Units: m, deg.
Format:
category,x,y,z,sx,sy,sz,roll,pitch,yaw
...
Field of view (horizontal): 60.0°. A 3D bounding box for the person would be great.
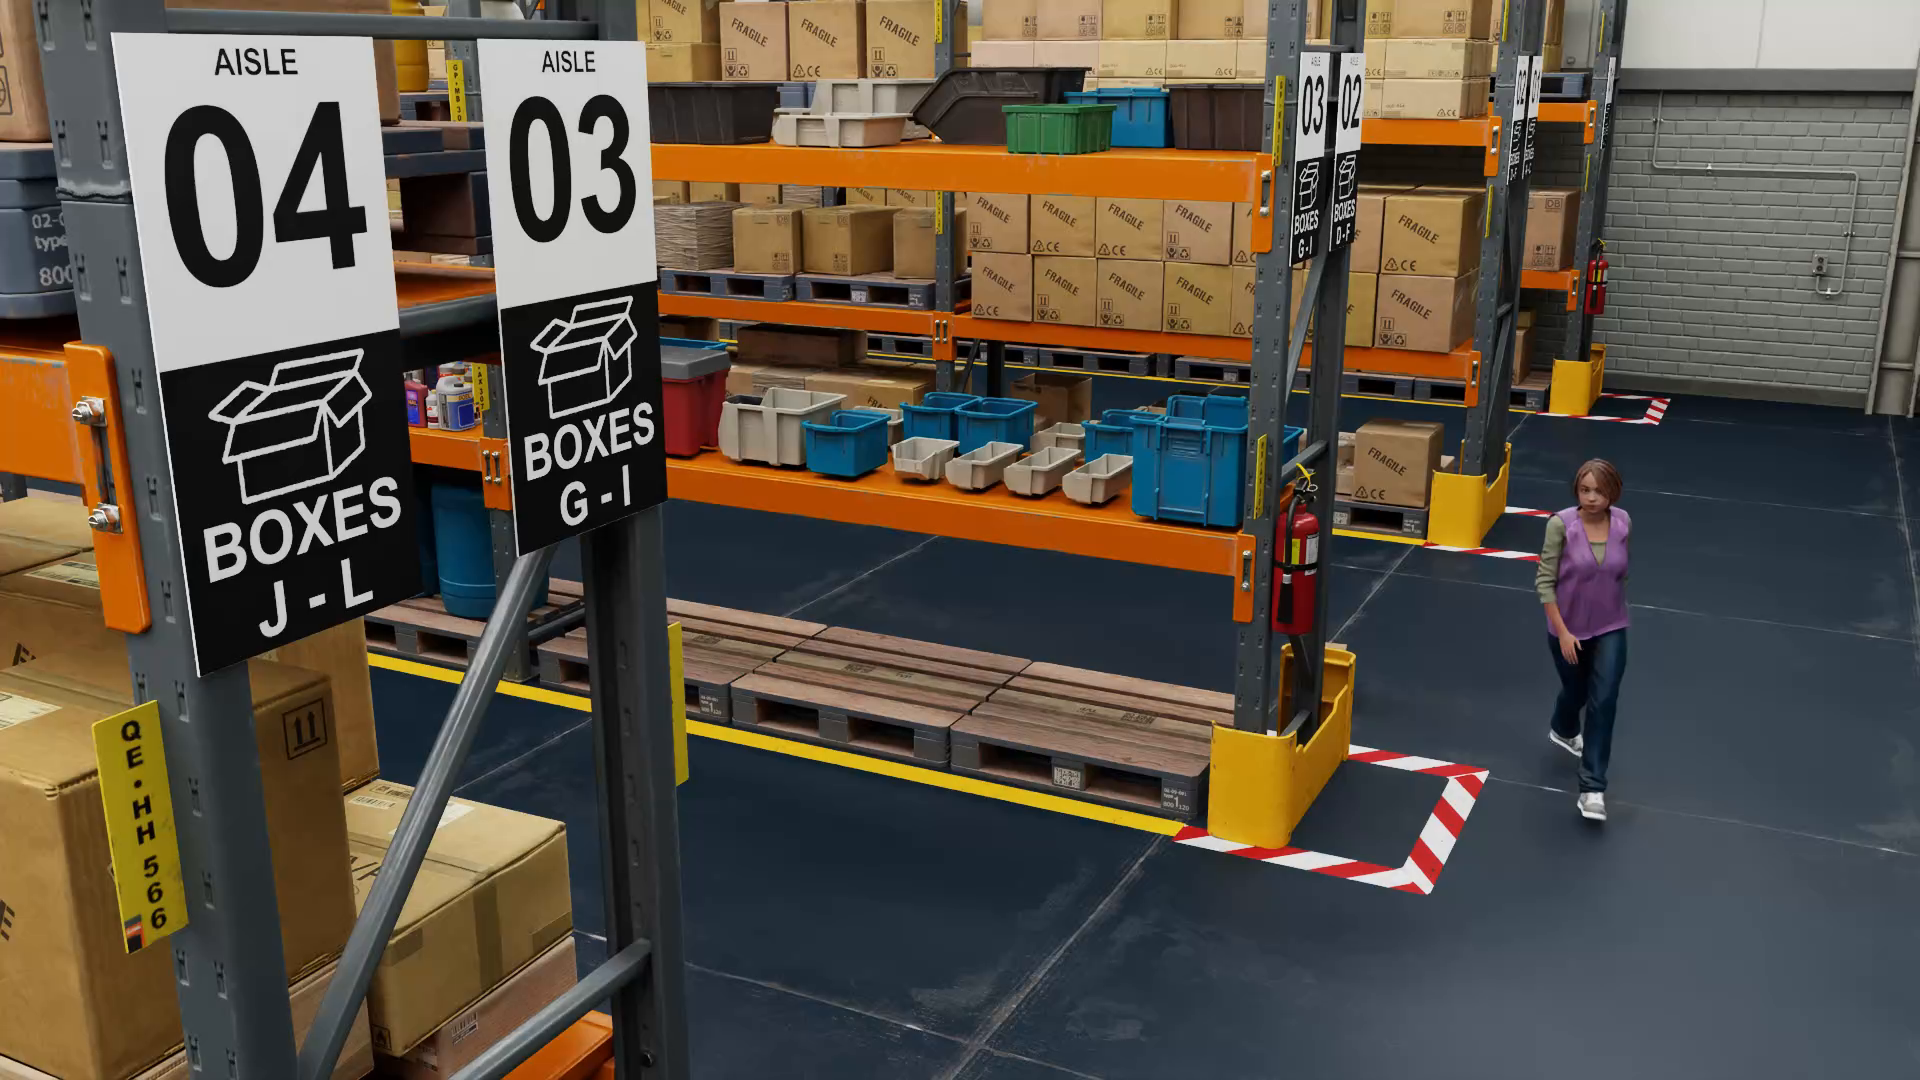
category,x,y,z,sx,sy,sz,roll,pitch,yaw
person,2.718,0.387,7.269,0.459,1.514,0.877,2,16,7
